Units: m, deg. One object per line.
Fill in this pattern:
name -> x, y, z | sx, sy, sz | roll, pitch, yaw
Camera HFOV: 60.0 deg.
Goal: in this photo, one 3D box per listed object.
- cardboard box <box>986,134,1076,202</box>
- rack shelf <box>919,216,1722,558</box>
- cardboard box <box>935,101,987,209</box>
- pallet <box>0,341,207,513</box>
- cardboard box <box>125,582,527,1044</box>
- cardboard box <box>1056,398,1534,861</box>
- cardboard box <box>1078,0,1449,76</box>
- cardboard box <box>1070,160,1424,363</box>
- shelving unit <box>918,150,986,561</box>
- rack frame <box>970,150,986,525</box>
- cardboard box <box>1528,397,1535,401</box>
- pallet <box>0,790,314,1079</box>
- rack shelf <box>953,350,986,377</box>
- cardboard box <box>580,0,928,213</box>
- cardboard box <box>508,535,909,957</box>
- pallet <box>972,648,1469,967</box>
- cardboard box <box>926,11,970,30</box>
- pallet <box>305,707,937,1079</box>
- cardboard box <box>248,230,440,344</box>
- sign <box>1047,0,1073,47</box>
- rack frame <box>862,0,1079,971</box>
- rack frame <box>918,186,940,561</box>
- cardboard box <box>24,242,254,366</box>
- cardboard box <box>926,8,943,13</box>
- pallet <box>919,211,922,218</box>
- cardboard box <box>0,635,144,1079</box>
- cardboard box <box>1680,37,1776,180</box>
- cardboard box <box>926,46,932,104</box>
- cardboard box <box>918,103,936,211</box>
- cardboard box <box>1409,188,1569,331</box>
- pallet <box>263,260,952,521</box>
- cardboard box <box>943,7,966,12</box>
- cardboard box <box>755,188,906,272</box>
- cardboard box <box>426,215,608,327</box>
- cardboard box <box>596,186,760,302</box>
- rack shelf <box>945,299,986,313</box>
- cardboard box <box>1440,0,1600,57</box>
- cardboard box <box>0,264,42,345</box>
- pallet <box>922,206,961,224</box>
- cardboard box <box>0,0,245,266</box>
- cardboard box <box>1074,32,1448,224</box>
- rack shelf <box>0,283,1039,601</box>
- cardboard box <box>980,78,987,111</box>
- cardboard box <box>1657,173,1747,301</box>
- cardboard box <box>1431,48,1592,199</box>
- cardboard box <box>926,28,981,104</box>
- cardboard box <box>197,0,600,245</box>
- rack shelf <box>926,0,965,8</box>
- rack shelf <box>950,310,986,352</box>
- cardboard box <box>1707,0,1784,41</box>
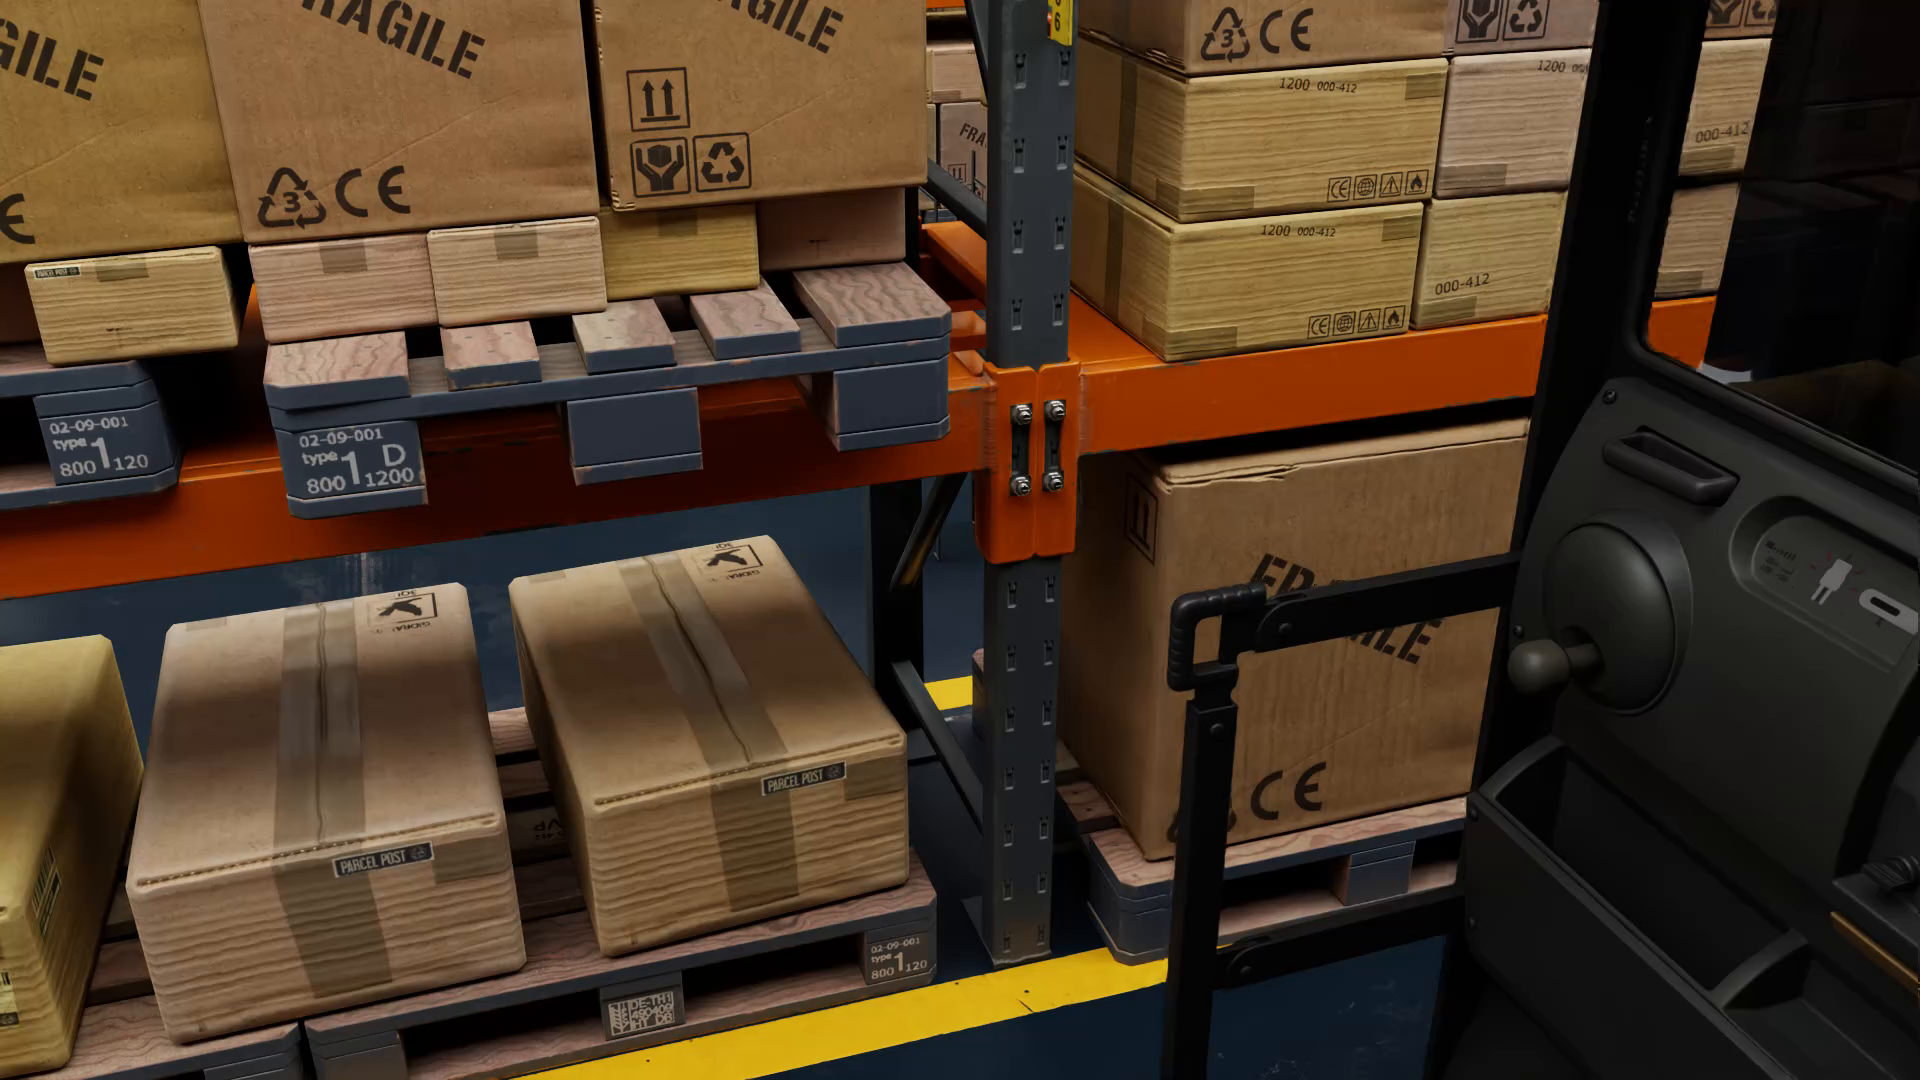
cardboard box -> 0.377, -0.782, 3.621 | 0.500, 0.250, 0.500 | -9, 28, -18
rack shelf -> 1.879, -0.623, 3.941 | 4.000, 0.370, 1.077 | -8, 28, -16
cardboard box -> 0.063, -1.951, 8.144 | 0.500, 0.500, 0.500 | -9, 28, -17
pallet -> -1.893, -0.294, 2.685 | 1.213, 0.211, 1.003 | -8, 28, -16
cardboard box -> -1.263, 0.497, 3.358 | 0.625, 0.372, 0.950 | -9, 28, -17
cardboard box -> 0.659, 0.033, 3.726 | 0.875, 0.875, 0.875 | -8, 28, -17
cardboard box -> 0.522, -1.127, 2.911 | 0.500, 0.500, 0.500 | -9, 28, -18
cardboard box -> 0.520, -0.564, 3.181 | 0.500, 0.250, 0.500 | -9, 28, -17
shelving unit -> -0.014, -0.535, 4.979 | 0.189, 1.200, 0.258 | -8, 28, -16
rack frame -> 0.073, -0.548, 5.005 | 0.006, 1.200, 0.240 | -8, 28, -16
cardboard box -> 1.509, -0.088, 3.970 | 0.875, 0.875, 0.875 | -8, 27, -15
pallet -> -1.925, 0.852, 3.296 | 1.213, 0.211, 1.003 | -8, 28, -16
rack shelf -> -0.014, -0.496, 4.999 | 0.180, 0.103, 0.258 | -8, 28, -16
cardboard box -> -0.369, -0.856, 2.682 | 0.500, 0.500, 0.500 | -9, 28, -18
cardboard box -> -0.563, 0.392, 3.569 | 0.625, 0.372, 0.950 | -10, 28, -20
pallet -> 0.750, 0.502, 4.001 | 1.213, 0.211, 1.003 | -8, 28, -16
cardboard box -> -0.118, -2.496, 8.400 | 0.500, 0.250, 0.500 | -8, 27, -15
pallet -> -0.767, 0.686, 3.631 | 1.213, 0.211, 1.003 | -8, 28, -16
cardboard box -> -0.962, -0.449, 2.591 | 0.250, 0.149, 0.380 | -10, 28, -19
sign -> 0.154, -0.925, 2.527 | 0.005, 0.325, 0.100 | -8, 28, -16
rack frame -> -0.023, -0.670, 3.227 | 0.127, 3.000, 1.000 | -8, 28, -16
rack frame -> -0.101, -0.523, 4.954 | 0.006, 1.200, 0.240 | -8, 28, -16
cardboard box -> -1.219, -0.405, 2.502 | 0.250, 0.149, 0.380 | -8, 27, -15
cardboard box -> -0.740, -4.427, 12.712 | 0.875, 0.875, 1.225 | -9, 28, -18
pallet -> -0.909, -1.607, 8.250 | 1.213, 0.211, 1.003 | -8, 28, -16
cardboard box -> -1.985, 0.599, 3.152 | 0.625, 0.372, 0.950 | -7, 27, -14
cardboard box -> 1.505, -0.926, 3.349 | 0.500, 0.250, 0.500 | -8, 28, -16
cardboard box -> -0.439, -2.216, 7.836 | 0.500, 0.250, 0.500 | -9, 28, -17
cardboard box -> -0.423, -1.878, 7.998 | 0.500, 0.500, 0.500 | -8, 27, -15
cardboard box -> 1.003, -0.642, 3.339 | 0.500, 0.250, 0.500 | -9, 28, -18
pallet -> -0.668, -0.441, 2.981 | 1.003, 0.211, 1.213 | -8, 28, -16
cardboard box -> 0.109, -4.551, 12.961 | 0.875, 0.875, 1.225 | -8, 28, -16
cardboard box -> -0.262, -0.601, 2.898 | 0.250, 0.149, 0.380 | -7, 27, -14
cardboard box -> -0.720, -0.480, 2.654 | 0.250, 0.149, 0.380 | -8, 28, -17
cardboard box -> -0.494, -0.534, 2.762 | 0.250, 0.149, 0.380 | -8, 27, -15
rack shelf -> -0.014, -0.711, 4.892 | 0.180, 0.103, 0.258 | -8, 28, -16
cardboard box -> 0.990, -1.200, 3.056 | 0.500, 0.500, 0.500 | -8, 28, -16
cardboard box -> -1.497, -0.424, 2.540 | 0.250, 0.149, 0.380 | -8, 28, -16
pallet -> 0.249, -1.774, 8.585 | 1.213, 0.211, 1.003 | -8, 28, -16
cardboard box -> -1.337, -0.710, 2.388 | 0.500, 0.500, 0.500 | -10, 28, -20
cardboard box -> 0.535, -0.792, 3.079 | 0.500, 0.250, 0.500 | -8, 28, -16
rack shelf -> -1.925, -0.073, 2.832 | 4.000, 0.370, 1.077 | -8, 28, -16
cardboard box -> 0.359, -1.001, 3.500 | 0.500, 0.250, 0.500 | -8, 28, -16
cardboard box -> 1.504, -0.712, 3.479 | 0.500, 0.250, 0.500 | -7, 27, -14
cardboard box -> 1.027, -0.863, 3.221 | 0.500, 0.250, 0.500 | -8, 27, -15
cardboard box -> 0.035, -2.279, 7.962 | 0.500, 0.250, 0.500 | -8, 28, -16
cardboard box -> -0.857, -0.780, 2.529 | 0.500, 0.500, 0.500 | -9, 28, -17
rack shelf -> 0.250, -2.702, 8.129 | 4.000, 0.370, 1.077 | -8, 28, -16
rack shelf -> -0.014, -0.603, 4.946 | 0.180, 0.103, 0.258 | -8, 28, -16
cardboard box -> 1.487, -1.264, 3.187 | 0.500, 0.500, 0.500 | -7, 27, -15
